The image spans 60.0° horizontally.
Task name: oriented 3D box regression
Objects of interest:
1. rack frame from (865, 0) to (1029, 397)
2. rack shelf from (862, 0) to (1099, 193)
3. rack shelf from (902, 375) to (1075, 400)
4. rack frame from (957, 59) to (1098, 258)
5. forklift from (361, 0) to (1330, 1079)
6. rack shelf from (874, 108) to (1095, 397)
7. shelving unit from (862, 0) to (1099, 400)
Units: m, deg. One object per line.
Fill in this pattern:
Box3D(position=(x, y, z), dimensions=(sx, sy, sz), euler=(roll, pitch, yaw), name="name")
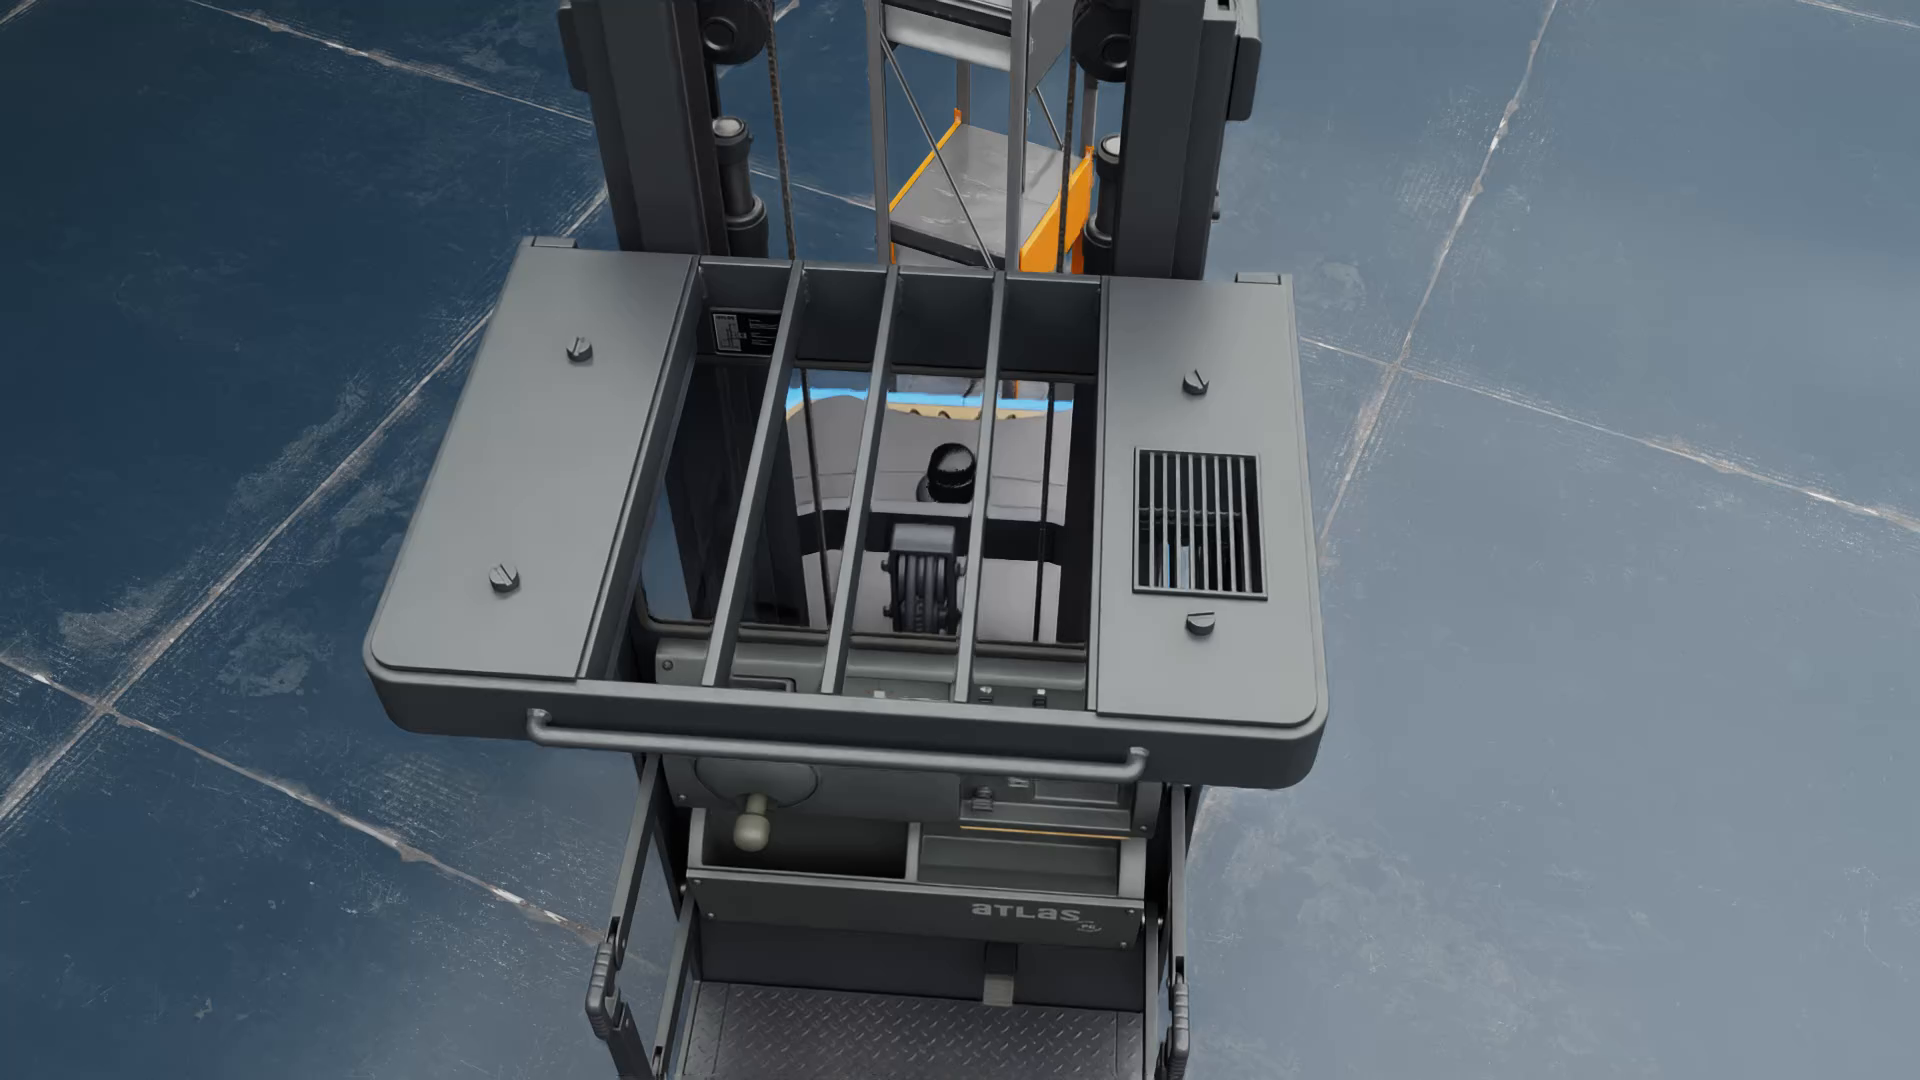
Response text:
Box3D(position=(-0.034, -0.626, 4.404), dimensions=(0.400, 2.100, 0.015), euler=(20, 52, 16), name="rack frame")
Box3D(position=(0.071, -1.239, 4.025), dimensions=(0.431, 0.518, 0.480), euler=(20, 52, 16), name="rack shelf")
Box3D(position=(0.071, -0.332, 5.091), dimensions=(0.431, 0.518, 0.480), euler=(20, 52, 16), name="rack shelf")
Box3D(position=(0.175, -0.962, 4.690), dimensions=(0.400, 2.100, 0.015), euler=(20, 52, 16), name="rack frame")
Box3D(position=(-0.103, 0.499, 2.901), dimensions=(1.130, 2.935, 3.031), euler=(3, 50, 3), name="forklift")
Box3D(position=(0.071, -0.786, 4.558), dimensions=(0.431, 0.518, 0.480), euler=(20, 52, 16), name="rack shelf")
Box3D(position=(0.071, -0.794, 4.547), dimensions=(0.431, 2.100, 0.503), euler=(20, 52, 16), name="shelving unit")
